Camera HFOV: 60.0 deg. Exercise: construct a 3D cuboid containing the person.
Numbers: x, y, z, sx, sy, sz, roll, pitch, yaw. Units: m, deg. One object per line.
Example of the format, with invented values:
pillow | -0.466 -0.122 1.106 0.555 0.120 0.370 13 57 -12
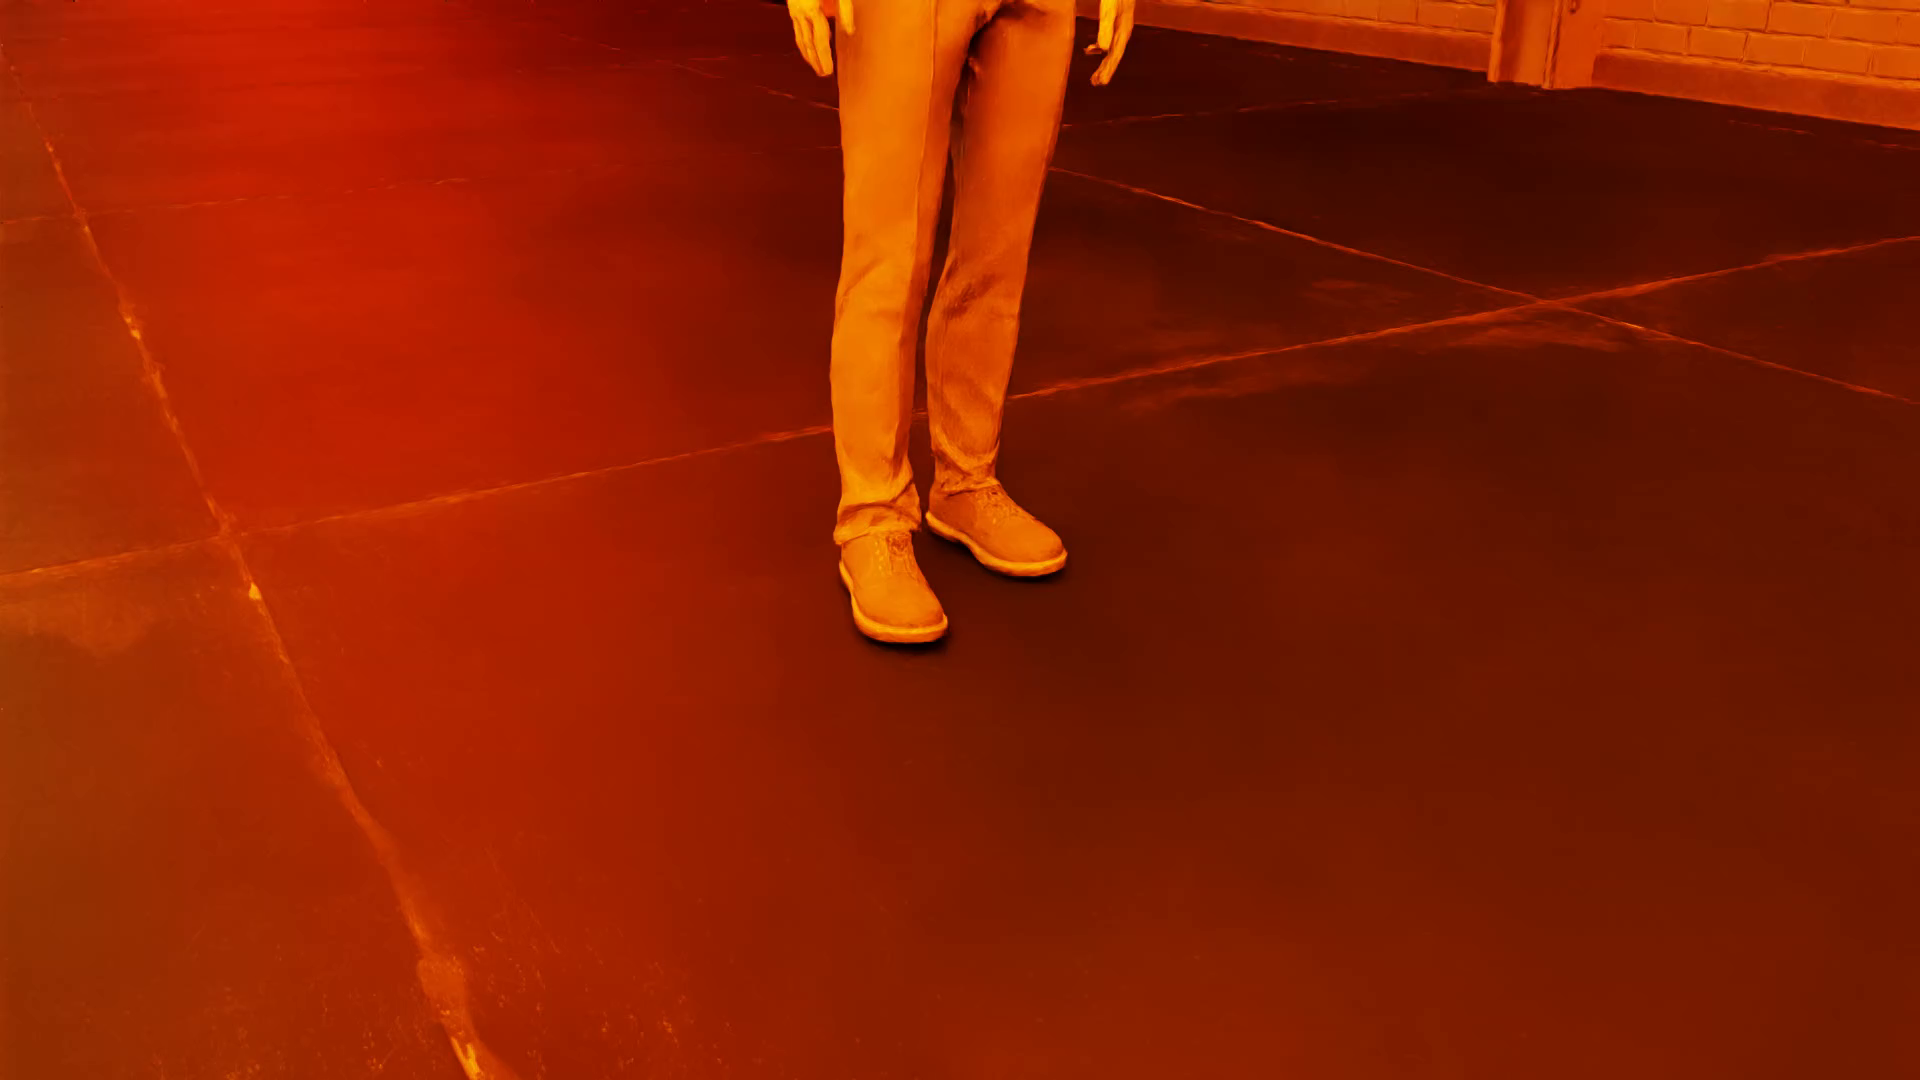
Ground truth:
person | 0.028 -0.767 2.252 0.586 1.695 0.533 -12 25 -28
